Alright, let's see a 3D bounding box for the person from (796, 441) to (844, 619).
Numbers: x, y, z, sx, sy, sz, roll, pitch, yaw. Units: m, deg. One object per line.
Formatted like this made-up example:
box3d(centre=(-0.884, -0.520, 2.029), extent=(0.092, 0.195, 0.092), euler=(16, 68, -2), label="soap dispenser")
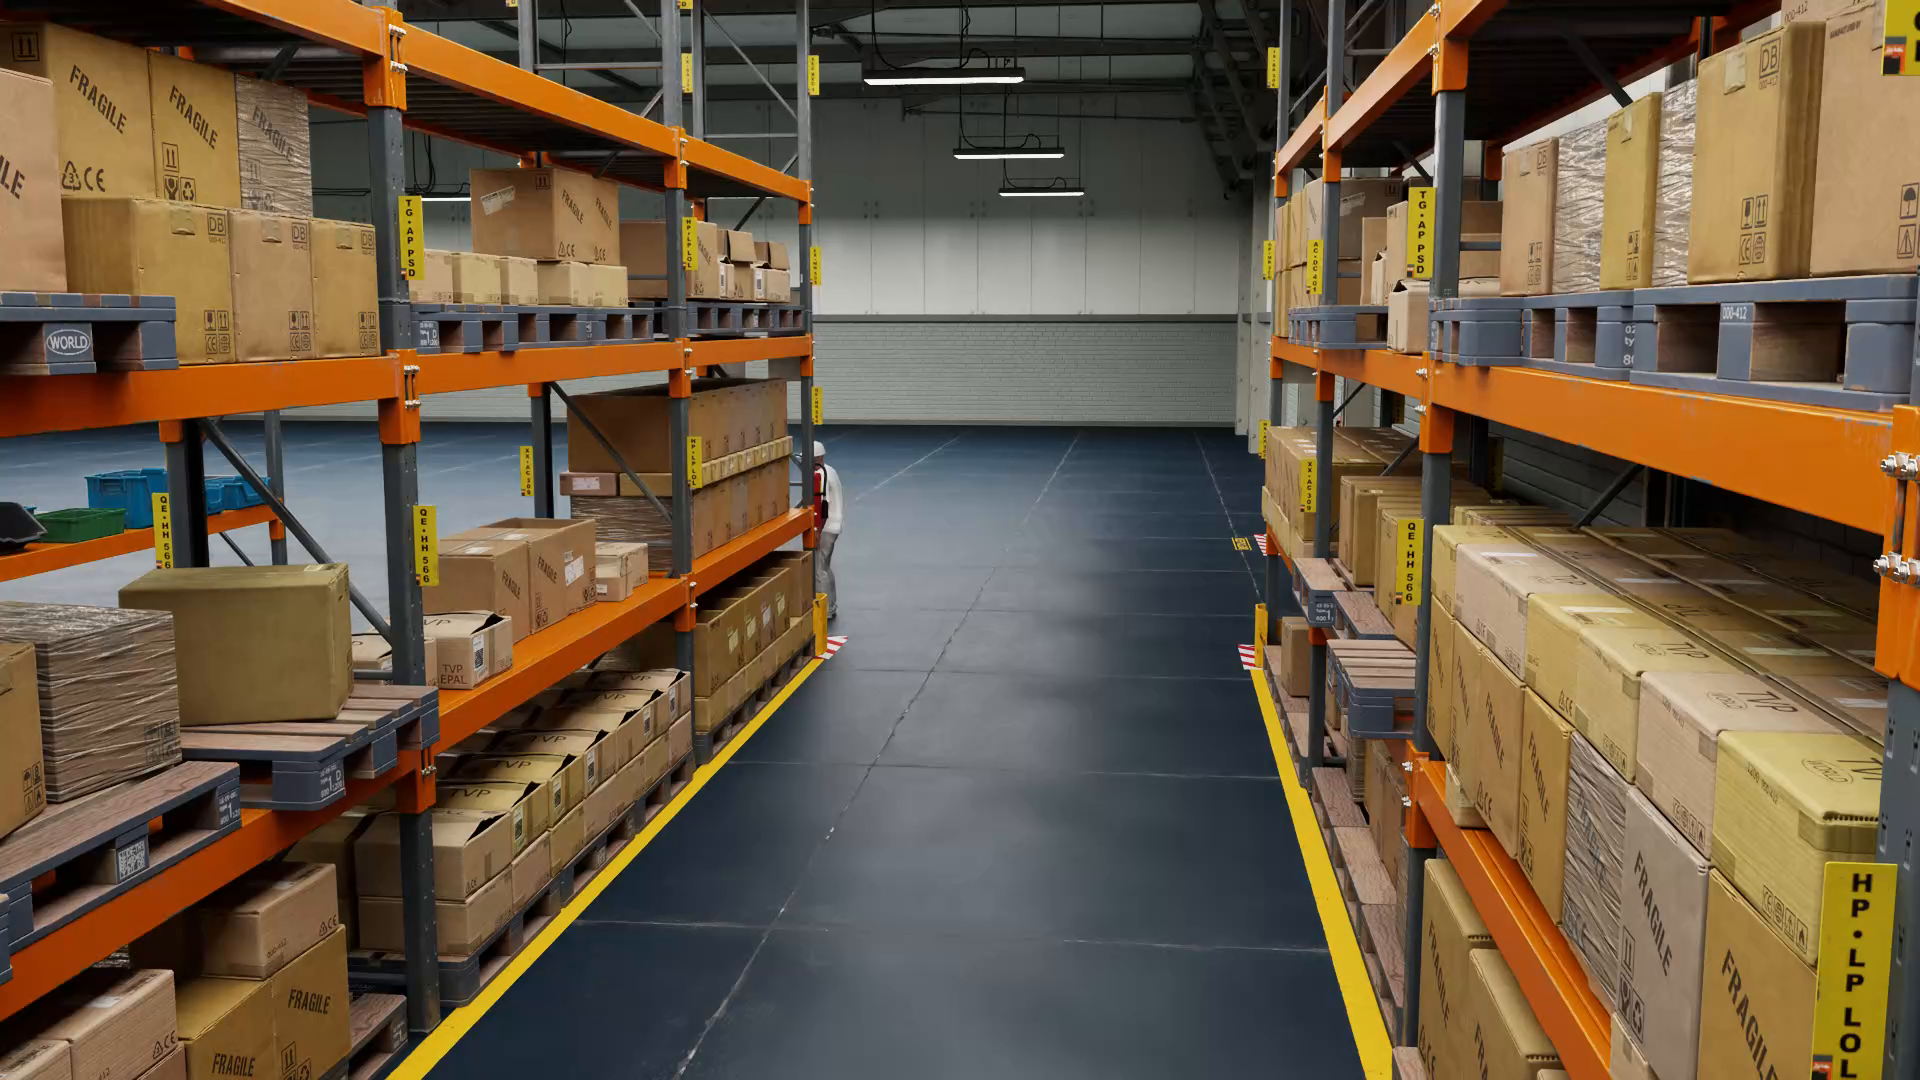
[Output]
box3d(centre=(-1.383, -0.104, 16.517), extent=(0.461, 1.759, 0.629), euler=(0, 8, 3), label="person")
